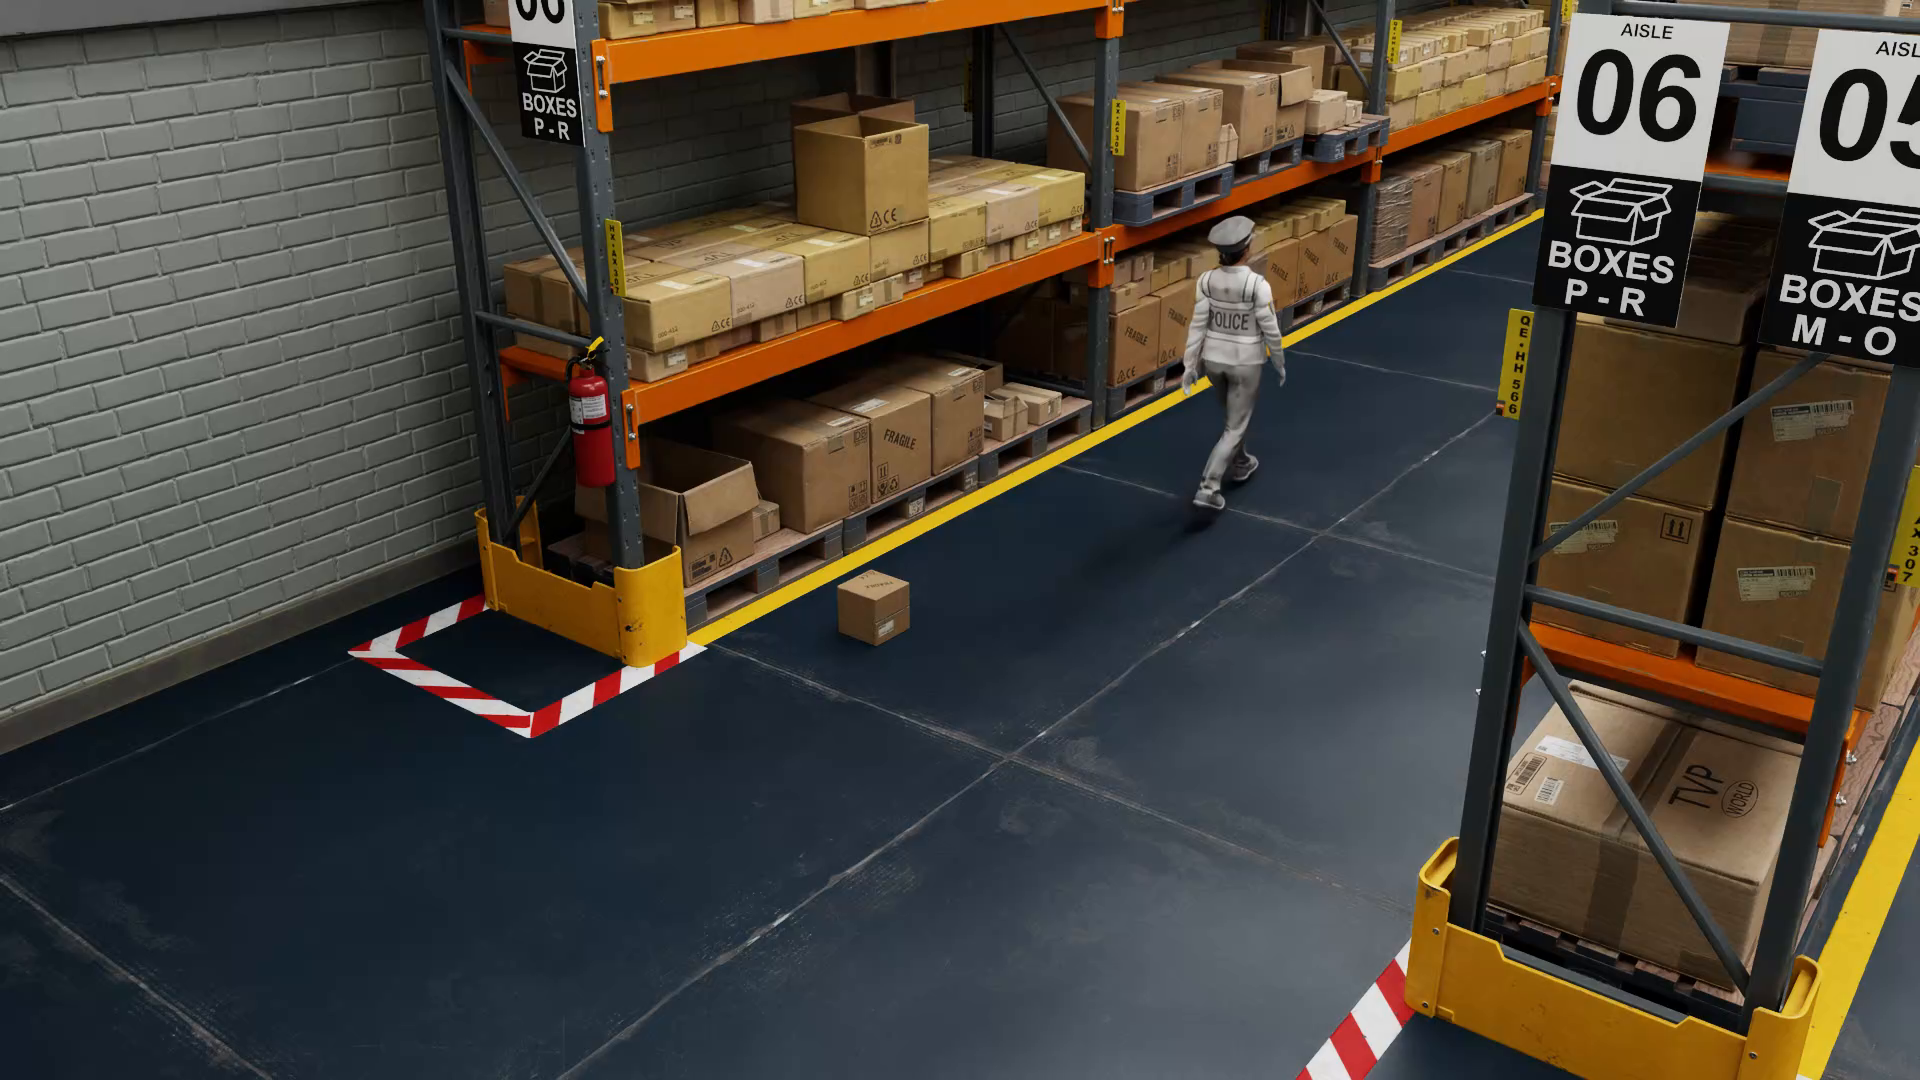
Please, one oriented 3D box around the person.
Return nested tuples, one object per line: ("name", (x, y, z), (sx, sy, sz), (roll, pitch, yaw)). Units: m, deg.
("person", (1.557, -1.011, 9.369), (0.515, 1.637, 1.008), (18, 29, 35))
